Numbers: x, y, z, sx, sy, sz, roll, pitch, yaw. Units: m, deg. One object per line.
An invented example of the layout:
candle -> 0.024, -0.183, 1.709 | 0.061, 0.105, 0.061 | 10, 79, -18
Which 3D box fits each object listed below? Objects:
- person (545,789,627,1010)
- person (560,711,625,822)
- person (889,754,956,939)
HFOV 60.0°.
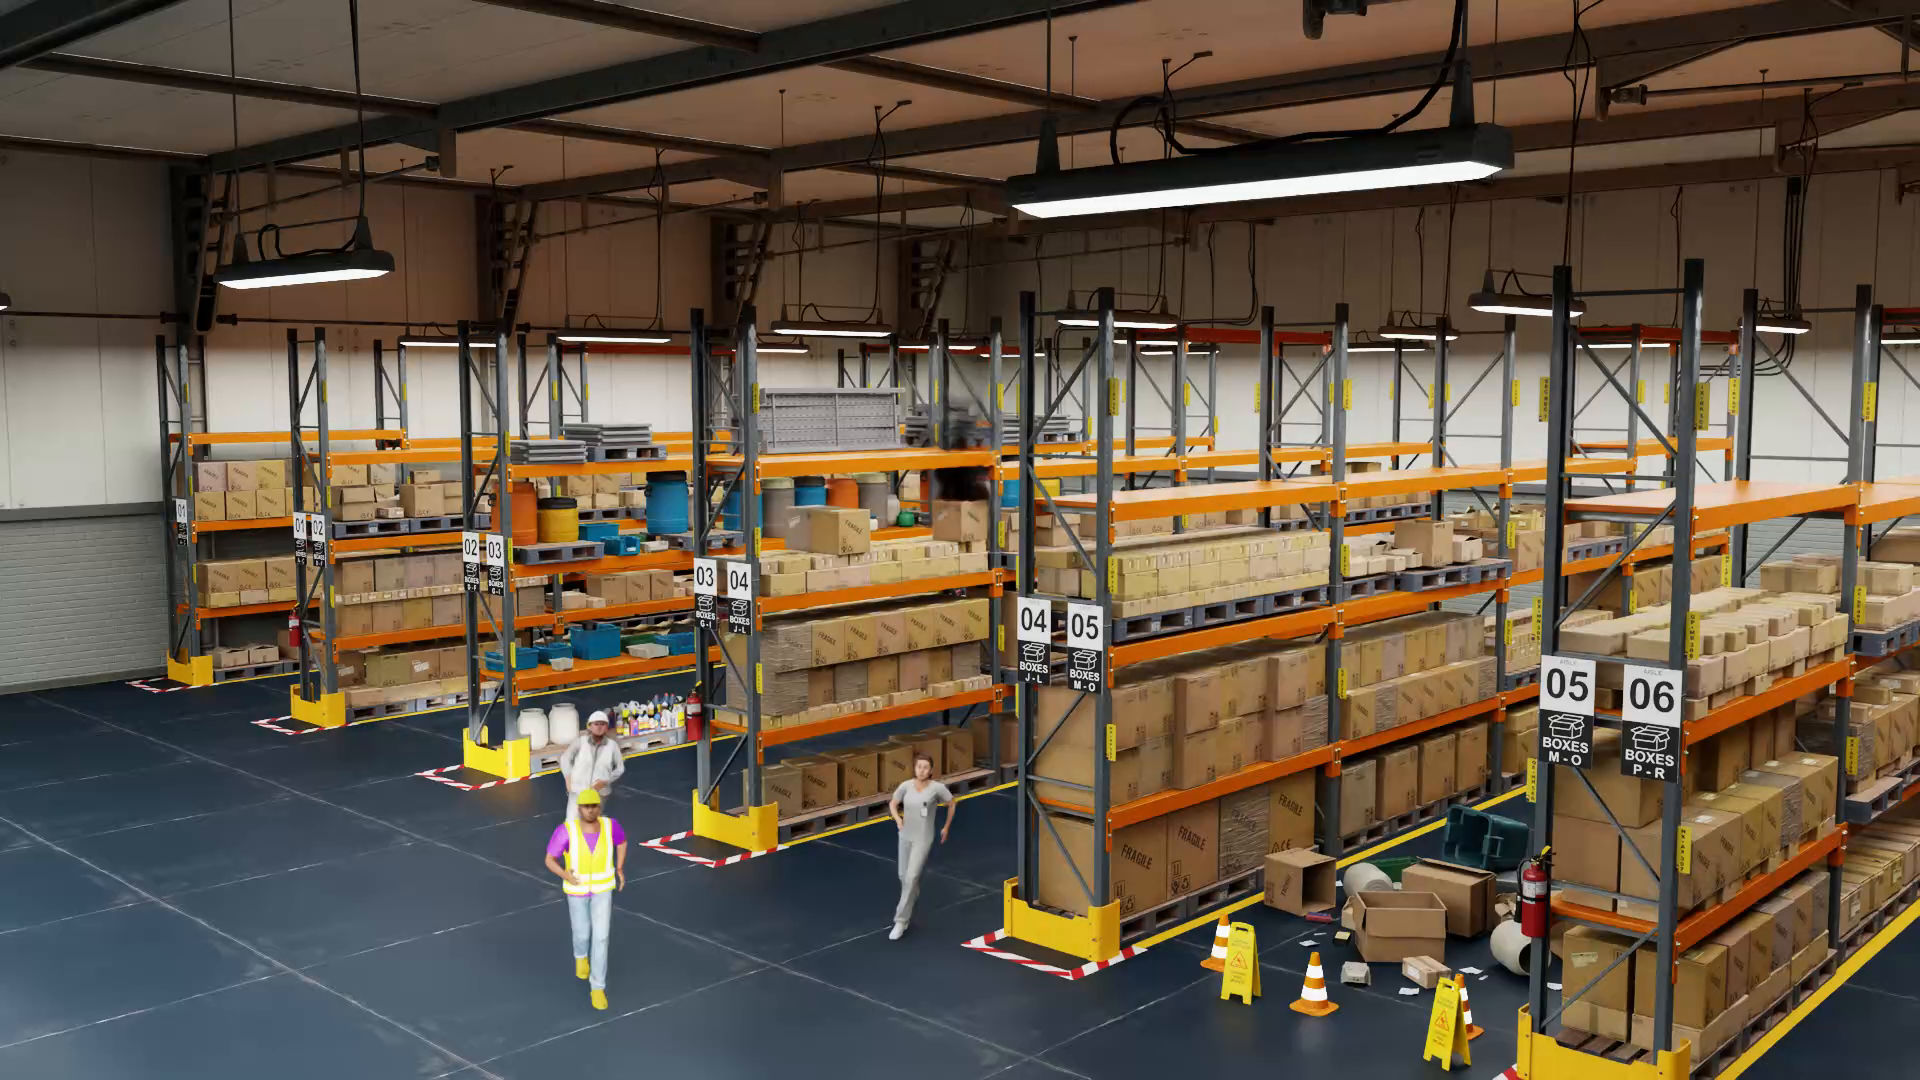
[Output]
person -> -3.145, 2.966, 14.054 | 0.696, 1.772, 0.911 | -2, 6, -16
person -> -3.919, 2.659, 17.756 | 0.670, 1.687, 0.554 | -1, 5, -11
person -> -0.390, 2.860, 15.779 | 0.621, 1.650, 0.928 | 2, 6, 18
